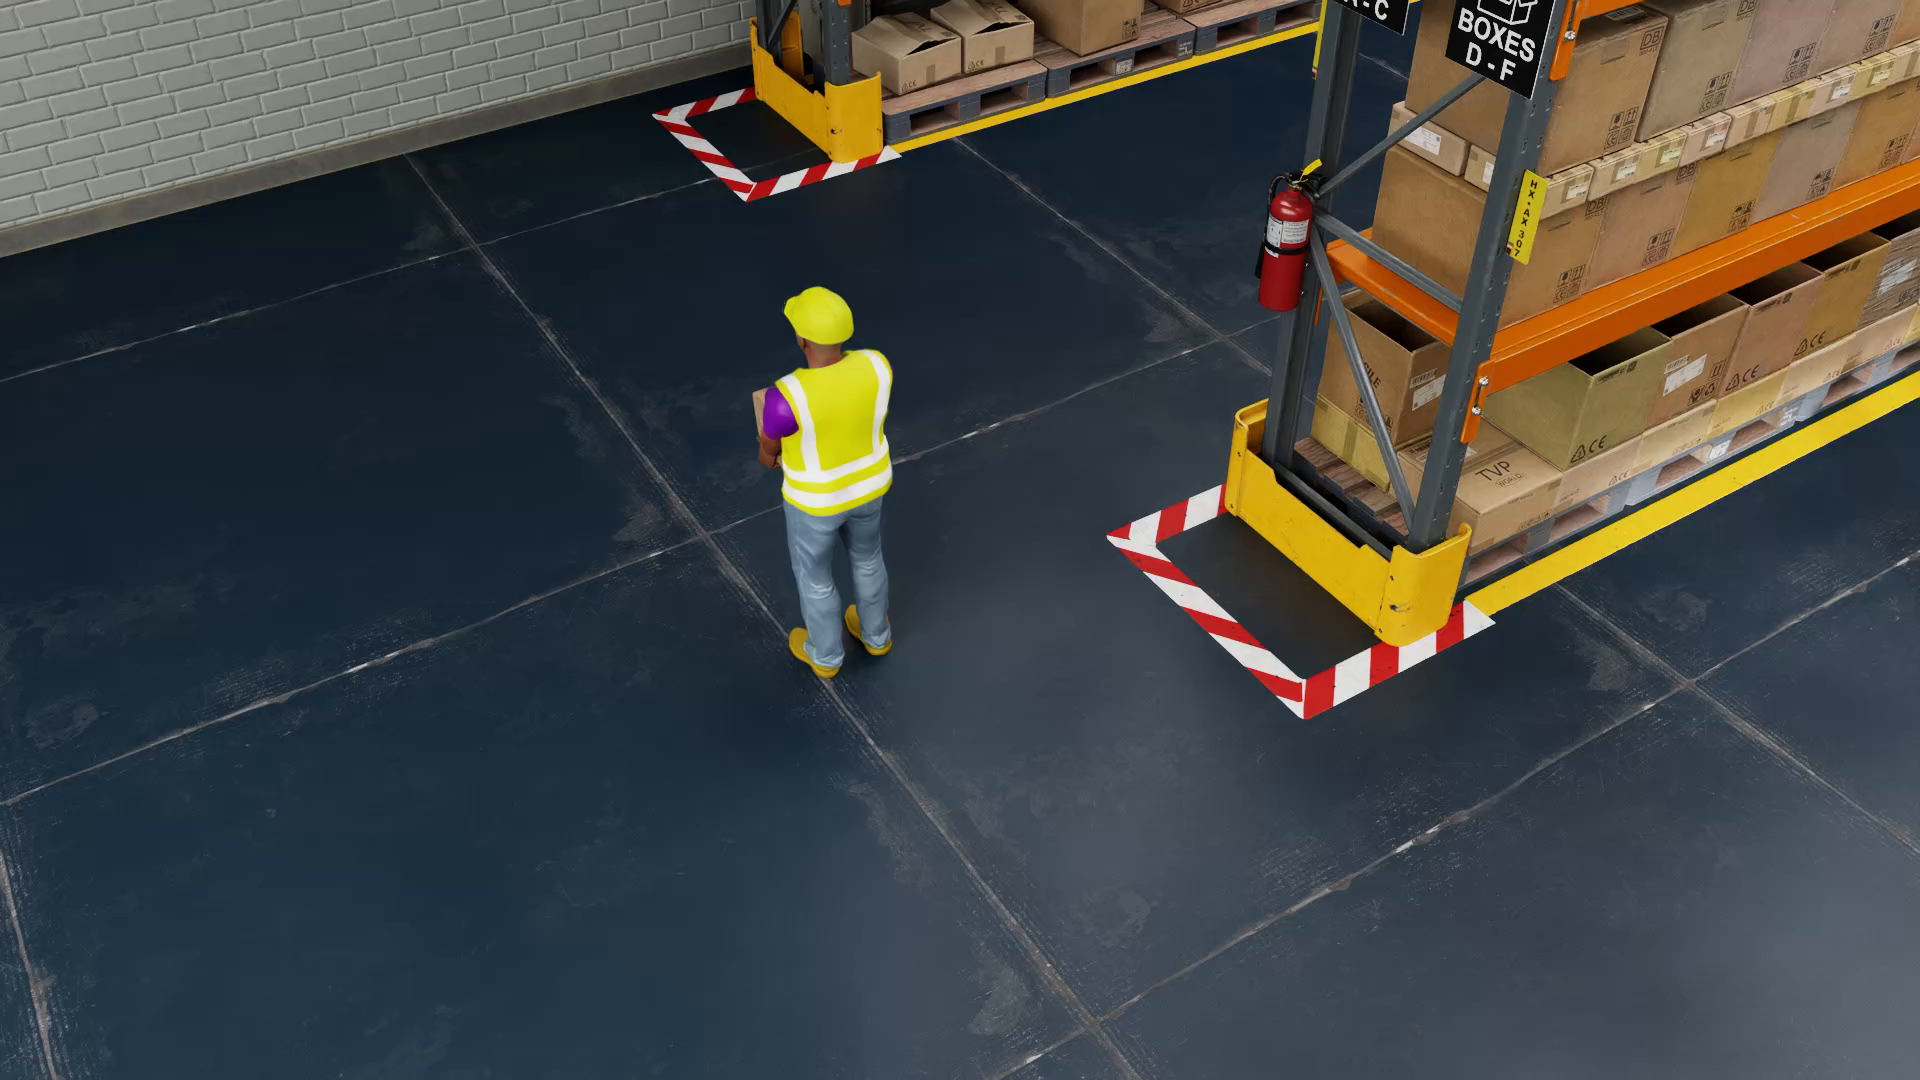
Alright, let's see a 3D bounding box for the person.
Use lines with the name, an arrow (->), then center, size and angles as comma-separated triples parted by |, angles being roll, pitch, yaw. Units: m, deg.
person -> -0.545, -0.260, 6.444 | 0.505, 1.763, 0.568 | -23, 45, -24
